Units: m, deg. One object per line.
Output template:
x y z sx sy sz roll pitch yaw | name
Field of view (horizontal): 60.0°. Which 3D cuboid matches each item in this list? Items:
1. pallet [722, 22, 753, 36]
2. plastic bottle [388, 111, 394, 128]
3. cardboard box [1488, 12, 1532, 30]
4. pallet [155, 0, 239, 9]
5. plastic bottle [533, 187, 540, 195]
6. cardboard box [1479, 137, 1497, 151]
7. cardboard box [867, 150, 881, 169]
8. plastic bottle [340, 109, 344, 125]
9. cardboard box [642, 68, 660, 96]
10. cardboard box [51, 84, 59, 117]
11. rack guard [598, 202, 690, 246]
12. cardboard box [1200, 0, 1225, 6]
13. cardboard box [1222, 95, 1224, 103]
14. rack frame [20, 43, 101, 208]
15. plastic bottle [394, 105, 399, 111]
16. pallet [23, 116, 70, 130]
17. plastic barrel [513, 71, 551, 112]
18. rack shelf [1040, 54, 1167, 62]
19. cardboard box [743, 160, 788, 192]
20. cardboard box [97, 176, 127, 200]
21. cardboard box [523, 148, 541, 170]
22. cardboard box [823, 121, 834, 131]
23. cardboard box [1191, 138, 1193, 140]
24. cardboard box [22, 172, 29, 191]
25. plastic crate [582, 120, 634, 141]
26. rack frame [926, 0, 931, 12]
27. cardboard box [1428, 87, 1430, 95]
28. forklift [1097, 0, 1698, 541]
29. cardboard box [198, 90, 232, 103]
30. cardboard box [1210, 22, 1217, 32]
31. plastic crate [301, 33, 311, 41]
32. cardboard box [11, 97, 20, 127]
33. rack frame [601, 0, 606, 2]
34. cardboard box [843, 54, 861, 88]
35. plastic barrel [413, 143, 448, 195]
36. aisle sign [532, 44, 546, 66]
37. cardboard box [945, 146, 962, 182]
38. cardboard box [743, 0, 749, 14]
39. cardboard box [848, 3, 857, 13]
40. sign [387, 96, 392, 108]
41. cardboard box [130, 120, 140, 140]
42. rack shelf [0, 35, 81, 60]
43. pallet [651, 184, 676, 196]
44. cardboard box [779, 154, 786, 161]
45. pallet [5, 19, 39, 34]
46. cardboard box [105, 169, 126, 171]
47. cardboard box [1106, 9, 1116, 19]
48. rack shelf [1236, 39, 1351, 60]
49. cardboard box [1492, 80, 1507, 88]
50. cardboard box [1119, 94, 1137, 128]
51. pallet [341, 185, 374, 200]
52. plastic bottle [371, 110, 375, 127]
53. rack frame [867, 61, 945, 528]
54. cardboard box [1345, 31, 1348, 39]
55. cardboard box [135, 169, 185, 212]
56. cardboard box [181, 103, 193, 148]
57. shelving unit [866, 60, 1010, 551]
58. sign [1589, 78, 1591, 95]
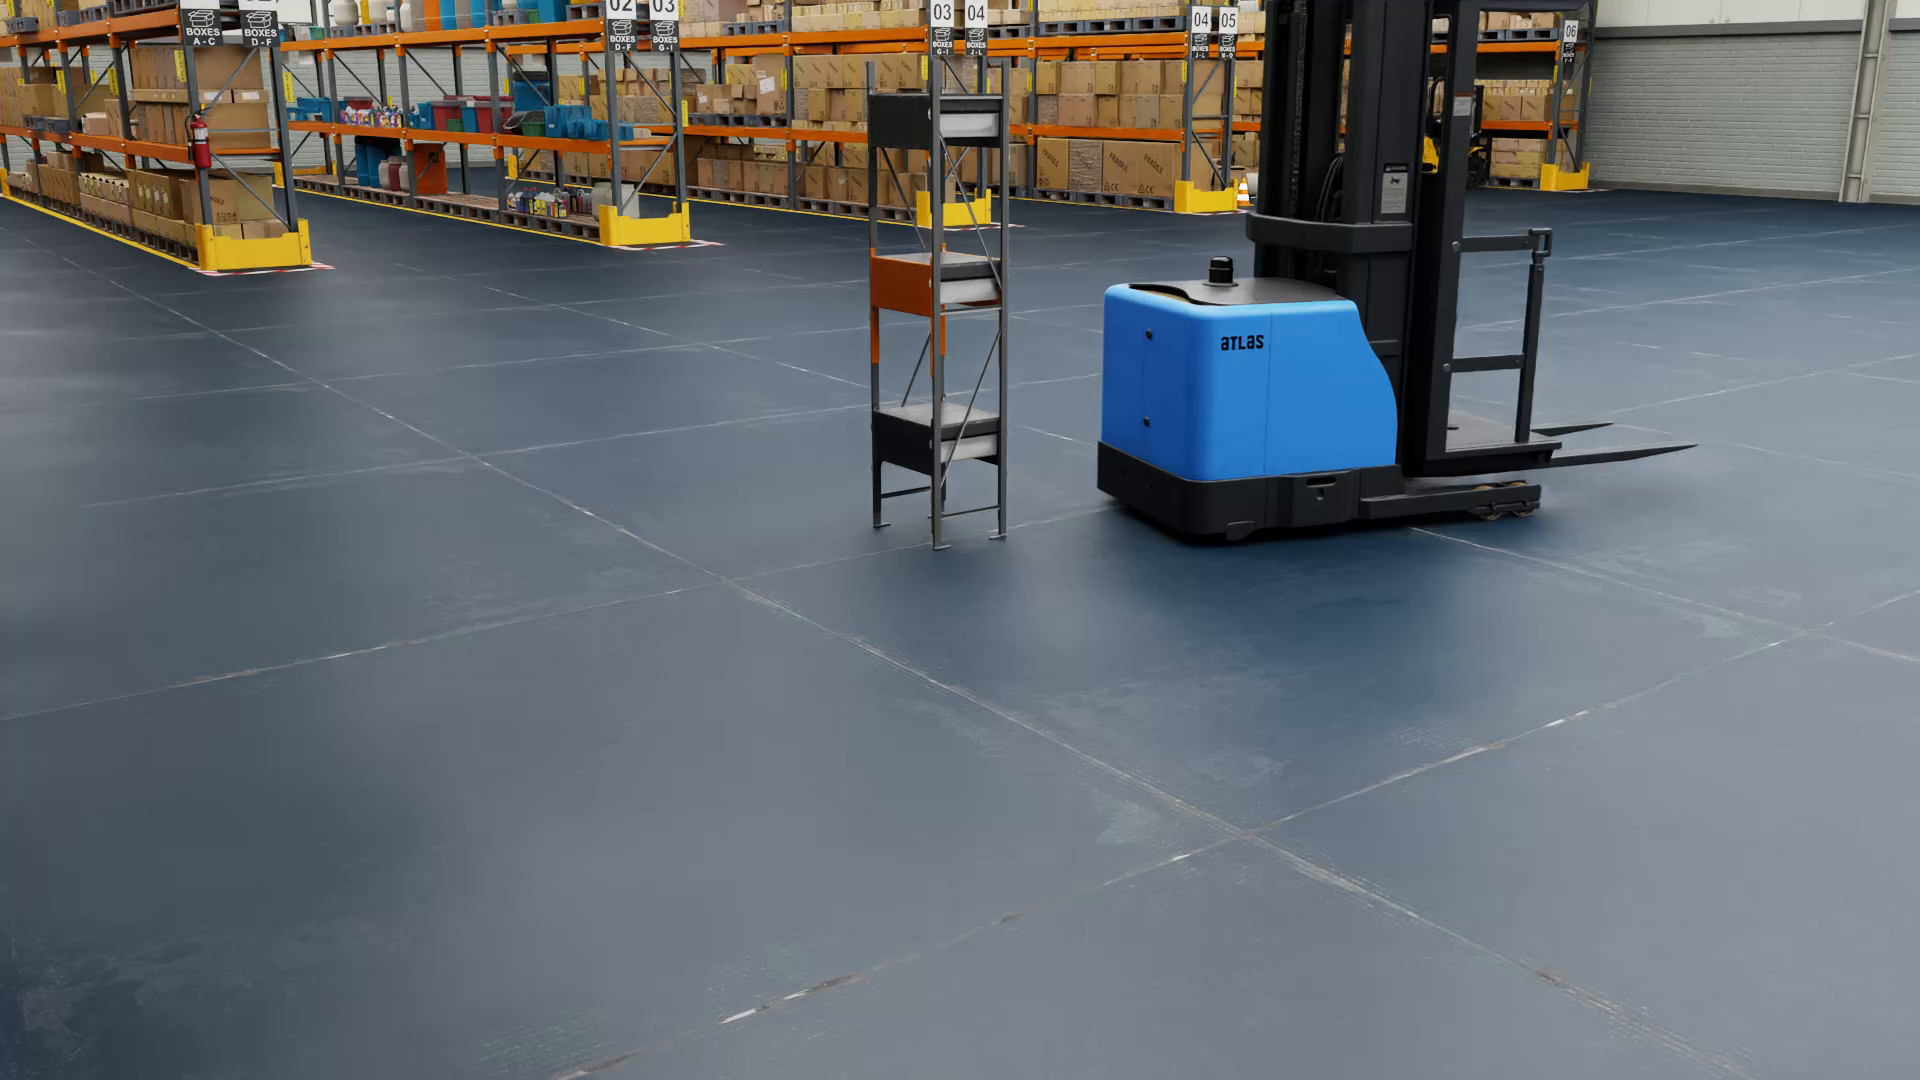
-3.284 -8.699 28.351 1.213 0.211 1.003 -11 19 -35 | pallet
-9.640 -7.135 28.208 0.097 0.271 0.097 0 15 0 | plastic bottle
11.007 -10.466 33.275 0.700 0.500 0.500 -11 19 -34 | cardboard box
-8.453 -6.142 18.819 1.003 0.211 1.213 -11 19 -35 | pallet
-6.146 -4.925 24.072 0.144 0.351 0.185 -11 19 -35 | plastic bottle
10.853 -8.052 33.831 0.500 0.250 0.500 -11 19 -34 | cardboard box
-1.576 -7.784 34.274 0.500 0.500 0.500 -10 18 -32 | cardboard box
-11.235 -7.712 30.293 0.061 0.283 0.133 -11 19 -35 | plastic bottle
-5.545 -8.658 31.438 0.797 0.503 0.637 -10 18 -33 | cardboard box
-14.026 -7.028 26.587 0.500 0.500 0.700 12 19 38 | cardboard box
-4.133 -4.154 21.806 1.175 0.500 0.348 -11 19 -35 | rack guard
3.952 -8.779 27.024 0.500 0.250 0.500 -11 19 -35 | cardboard box
5.163 -8.969 33.115 0.500 0.500 0.500 -11 19 -36 | cardboard box
-15.114 -7.145 27.999 1.000 3.000 0.127 -11 19 -35 | rack frame
-10.192 -7.704 30.136 0.144 0.351 0.185 -11 19 -35 | plastic bottle
-14.733 -6.865 27.339 1.003 0.211 1.213 -11 19 -35 | pallet
-6.384 -6.576 24.971 0.600 0.901 0.708 -11 19 -35 | plastic barrel
3.754 -12.518 43.312 1.077 0.370 4.000 -11 19 -35 | rack shelf
-3.333 -6.339 28.955 0.700 0.500 0.500 -13 20 -39 | cardboard box
-11.776 -4.950 23.332 0.500 0.311 0.500 -11 19 -35 | cardboard box
-9.010 -8.589 36.506 0.875 0.875 0.875 -11 19 -35 | cardboard box
-1.938 -6.544 26.278 0.380 0.149 0.250 -11 19 -35 | cardboard box
5.744 -9.914 40.827 0.380 0.149 0.250 -10 18 -33 | cardboard box
-16.120 -6.298 29.165 0.500 0.311 0.500 -11 19 -35 | cardboard box
-4.586 -5.339 21.684 0.499 0.251 0.616 -11 19 -35 | plastic crate
-0.043 -9.013 23.460 1.000 3.000 0.127 -11 19 -35 | rack frame
9.937 -9.429 34.925 0.380 0.149 0.250 -11 19 -35 | cardboard box
2.252 -1.630 7.981 3.031 2.935 1.130 -6 16 -20 | forklift
-8.438 -4.996 18.728 0.380 0.149 0.250 -11 19 -35 | cardboard box
5.160 -10.191 32.935 0.500 0.250 0.500 -11 19 -36 | cardboard box
-12.161 -9.445 31.221 0.293 0.136 0.466 -11 19 -35 | plastic crate
-16.224 -7.479 29.031 0.500 0.500 0.500 -10 18 -33 | cardboard box
-4.050 -8.244 20.651 1.000 3.000 0.127 -11 19 -35 | rack frame
-1.445 -7.193 25.530 0.500 0.500 0.500 -11 19 -35 | cardboard box
-9.055 -6.316 28.288 0.600 0.830 0.708 -11 19 -35 | plastic barrel
-9.251 -10.852 36.618 0.394 0.787 0.004 -11 19 -35 | aisle sign
0.126 -7.363 32.263 1.050 0.750 0.750 -11 19 -34 | cardboard box
-3.675 -9.285 28.999 0.500 0.500 0.500 -10 18 -34 | cardboard box
-1.477 -8.101 25.338 0.380 0.149 0.250 -10 18 -33 | cardboard box
-10.659 -8.131 31.079 0.100 0.325 0.005 -11 19 -35 | sign
-10.735 -5.463 22.137 0.500 0.250 0.500 -9 18 -31 | cardboard box
-16.290 -8.672 29.259 1.077 0.370 4.000 -11 19 -35 | rack shelf
-5.150 -6.663 31.519 1.003 0.211 1.213 -11 19 -35 | pallet
-3.811 -8.529 37.099 0.380 0.149 0.250 -12 19 -36 | cardboard box
-14.788 -8.351 27.079 1.213 0.211 1.003 -11 19 -35 | pallet
-13.111 -5.550 26.073 0.500 0.500 0.500 -12 19 -37 | cardboard box
2.662 -8.788 27.812 0.380 0.149 0.250 -11 19 -34 | cardboard box
6.797 -9.184 31.131 1.077 0.370 4.000 -11 19 -35 | rack shelf
10.929 -9.180 33.452 0.380 0.149 0.250 -10 18 -33 | cardboard box
3.204 -7.265 28.155 0.875 0.550 0.550 -11 19 -35 | cardboard box
-10.686 -6.397 30.548 1.003 0.211 1.213 -11 19 -35 | pallet
-10.196 -7.335 28.914 0.061 0.283 0.133 -11 19 -35 | plastic bottle
-0.241 -1.100 7.618 0.400 2.100 0.015 -11 19 -35 | rack frame
7.140 -9.190 30.267 0.380 0.149 0.250 -11 19 -34 | cardboard box
-10.091 -4.422 21.041 0.500 0.500 0.500 -11 19 -35 | cardboard box
-8.636 -4.844 19.402 0.700 0.500 0.500 -10 18 -33 | cardboard box
-0.097 -1.048 7.428 0.431 2.100 0.503 -11 19 -35 | shelving unit
12.438 -8.969 32.875 0.100 0.325 0.005 -11 19 -35 | sign
